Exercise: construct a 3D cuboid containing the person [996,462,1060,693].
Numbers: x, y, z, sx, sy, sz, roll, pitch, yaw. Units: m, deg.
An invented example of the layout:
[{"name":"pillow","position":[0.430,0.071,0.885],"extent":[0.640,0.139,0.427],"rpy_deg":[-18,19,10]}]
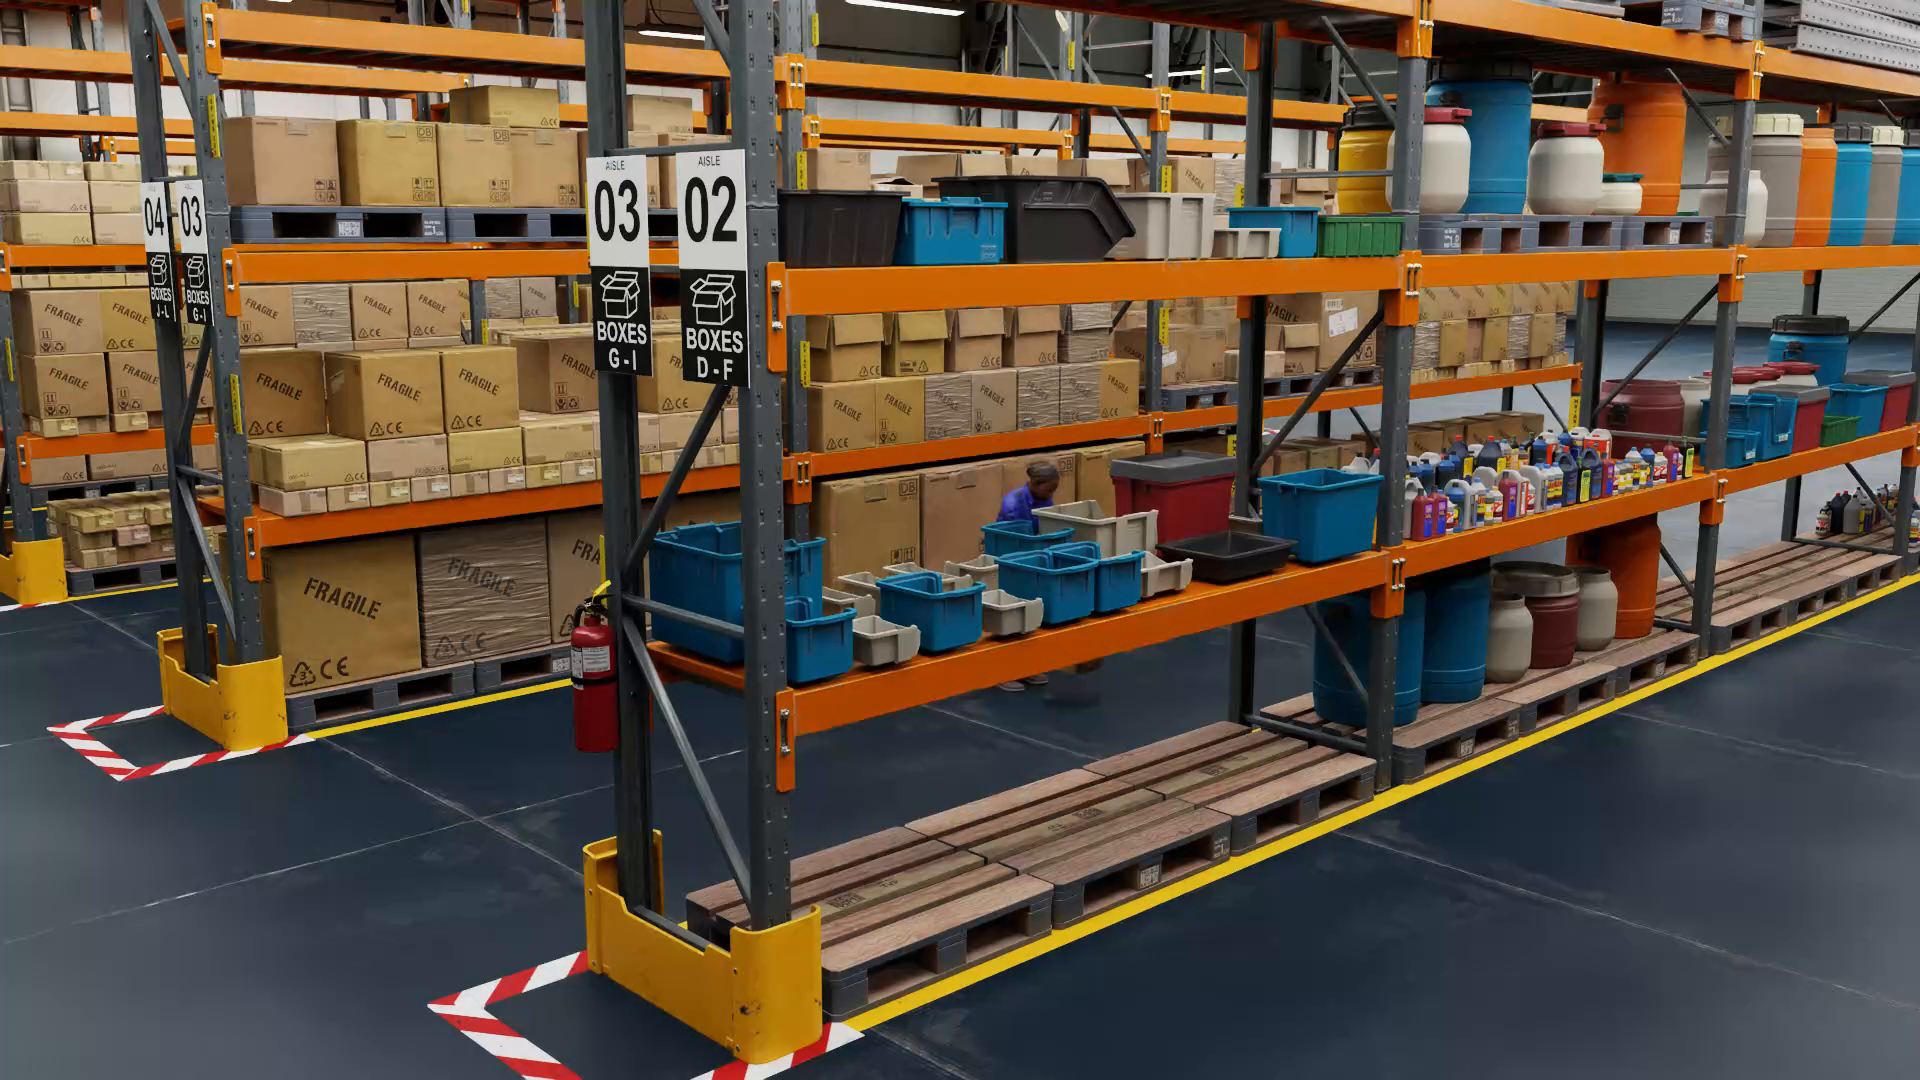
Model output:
[{"name":"person","position":[0.423,0.220,10.770],"extent":[0.487,1.487,0.534],"rpy_deg":[-10,14,-42]}]
